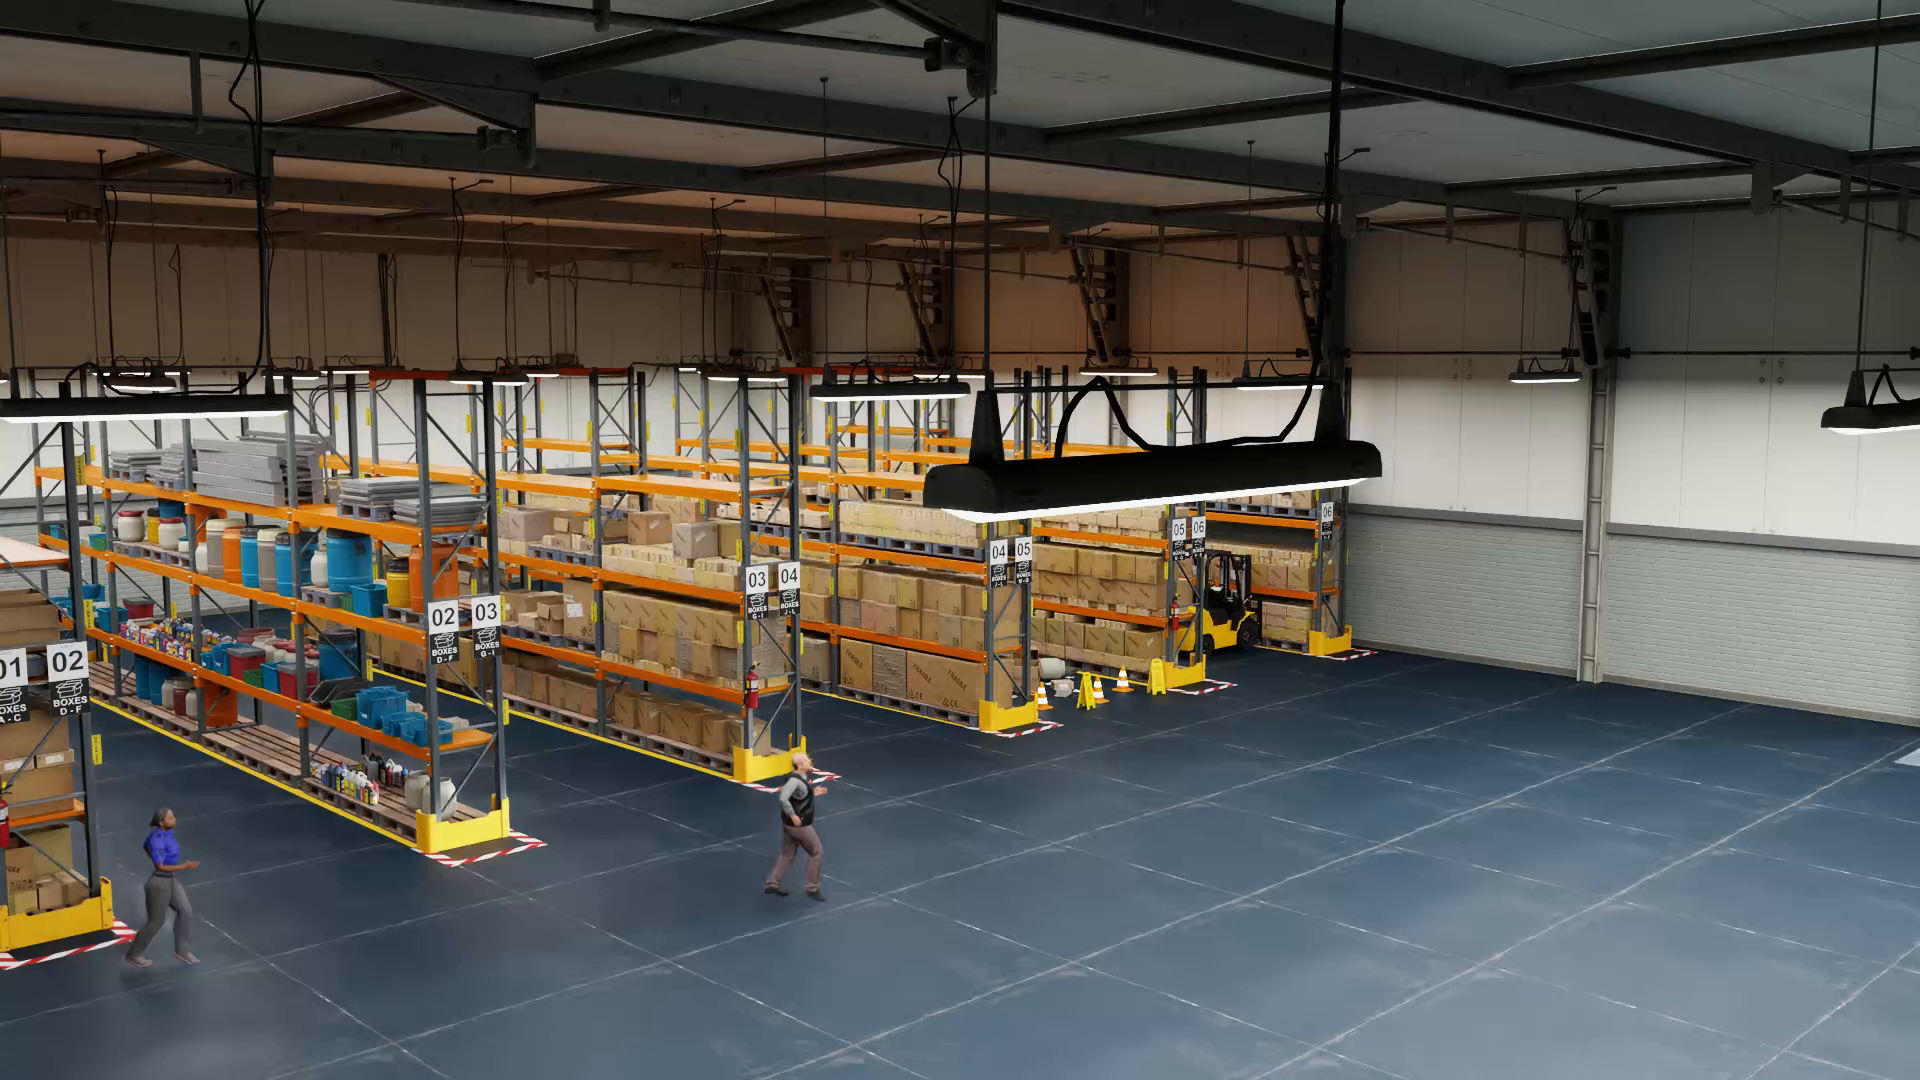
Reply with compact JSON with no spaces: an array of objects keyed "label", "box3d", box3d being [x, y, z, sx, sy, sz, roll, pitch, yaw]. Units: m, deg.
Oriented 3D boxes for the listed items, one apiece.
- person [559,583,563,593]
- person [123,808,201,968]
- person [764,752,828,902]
[{"label":"person","box3d":[-9.905,0.723,41.919,0.857,1.846,0.693,-6,9,-44]},{"label":"person","box3d":[-8.216,3.604,17.113,0.755,1.715,0.592,-2,7,-13]},{"label":"person","box3d":[-1.895,3.327,19.212,0.781,1.791,0.628,-2,7,-19]}]
